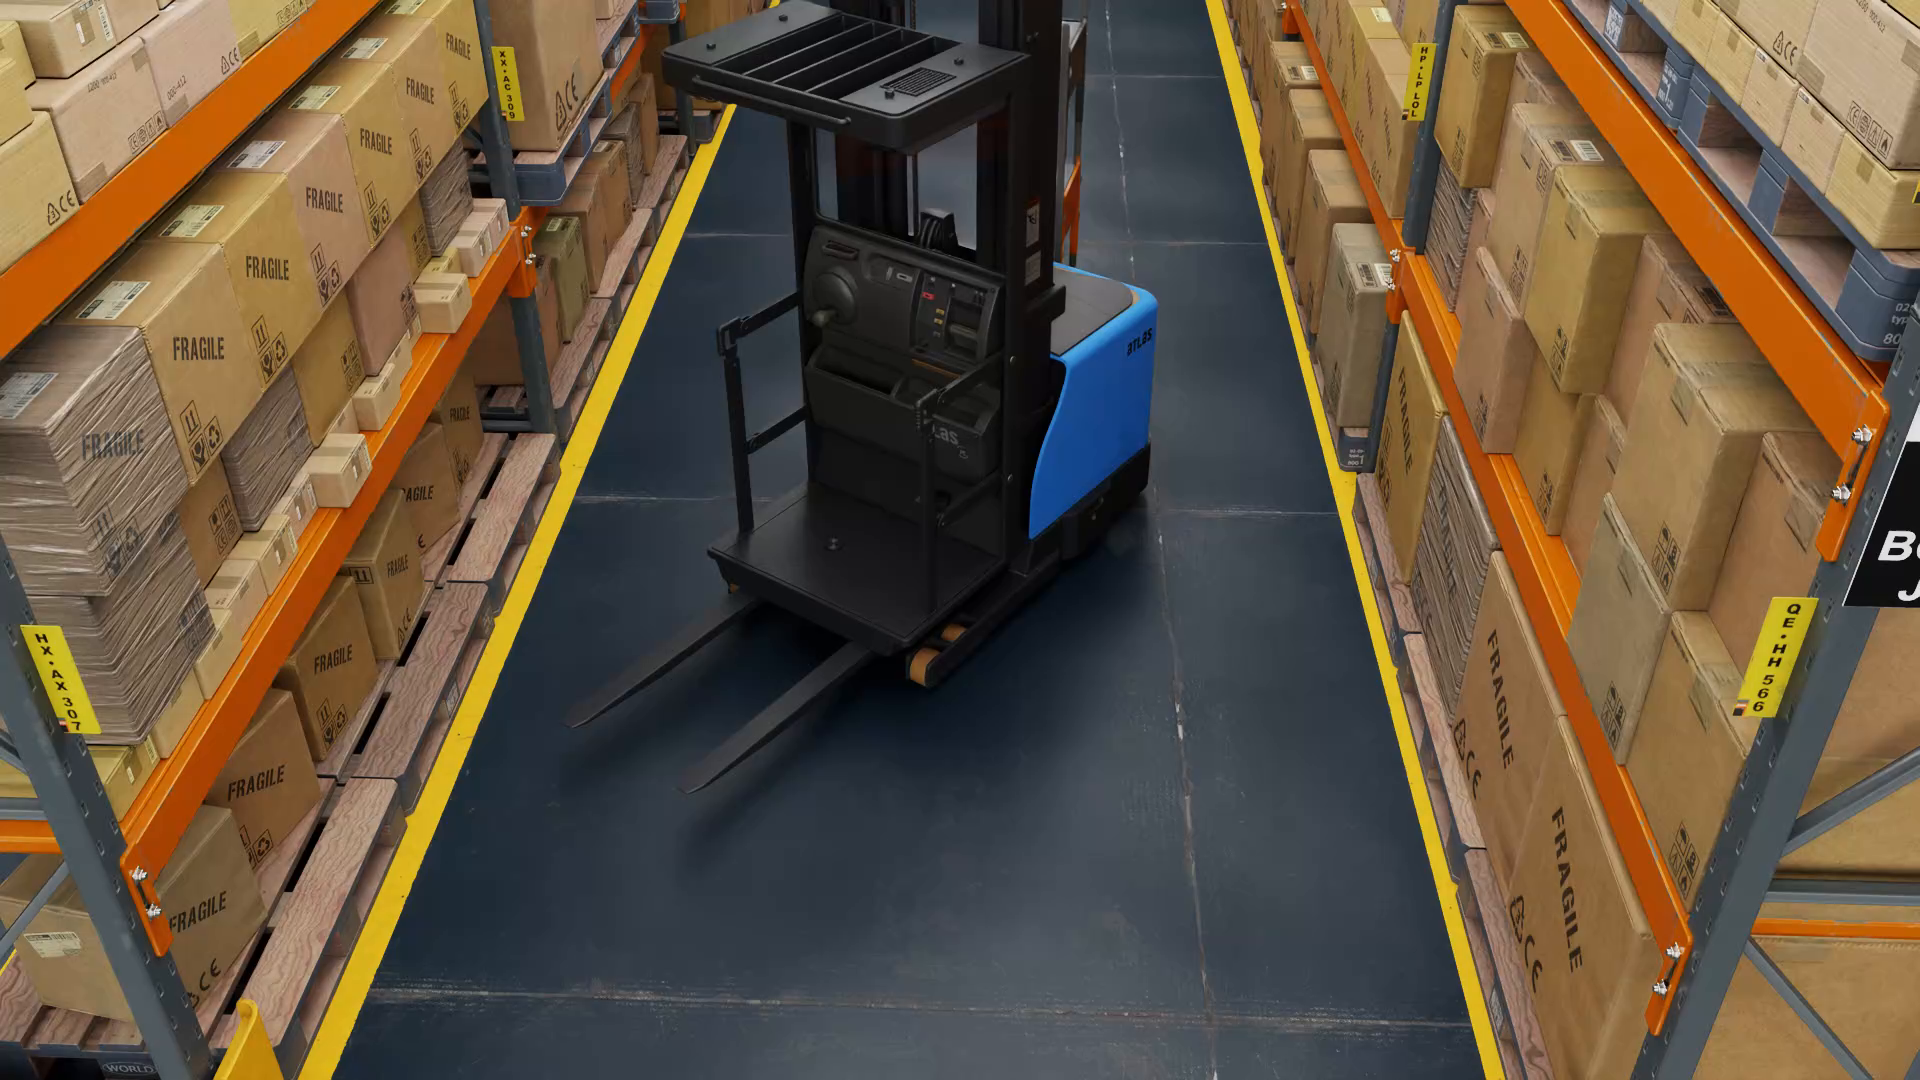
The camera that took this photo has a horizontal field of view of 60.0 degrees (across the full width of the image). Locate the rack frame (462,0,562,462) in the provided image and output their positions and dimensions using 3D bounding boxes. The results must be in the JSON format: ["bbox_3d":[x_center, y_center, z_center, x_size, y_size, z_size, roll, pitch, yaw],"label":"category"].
[{"bbox_3d":[-2.501,-1.625,7.454,1.000,3.000,0.127,1,35,2],"label":"rack frame"}]

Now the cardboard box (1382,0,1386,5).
[{"bbox_3d":[2.526,-3.064,8.544,0.700,0.500,0.500,1,35,1],"label":"cardboard box"}]

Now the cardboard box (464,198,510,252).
[{"bbox_3d":[-2.215,-1.392,7.340,0.380,0.149,0.250,1,35,2],"label":"cardboard box"}]

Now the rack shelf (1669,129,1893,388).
[{"bbox_3d":[2.371,-1.316,4.861,0.919,0.124,3.809,1,35,2],"label":"rack shelf"}]

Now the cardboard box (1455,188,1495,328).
[{"bbox_3d":[2.449,-0.985,6.412,0.875,0.550,0.550,1,35,2],"label":"cardboard box"}]

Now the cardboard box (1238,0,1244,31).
[{"bbox_3d":[2.451,-4.174,12.889,0.500,0.500,0.500,2,35,3],"label":"cardboard box"}]

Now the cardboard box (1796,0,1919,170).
[{"bbox_3d":[2.031,-0.942,3.293,0.500,0.250,0.500,2,35,3],"label":"cardboard box"}]

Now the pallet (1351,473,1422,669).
[{"bbox_3d":[2.343,0.124,7.391,1.003,0.211,1.213,1,35,2],"label":"pallet"}]

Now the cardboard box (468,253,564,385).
[{"bbox_3d":[-2.454,-1.135,8.547,0.700,0.500,0.500,-1,35,-2],"label":"cardboard box"}]

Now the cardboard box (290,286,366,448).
[{"bbox_3d":[-2.609,-0.711,5.936,0.875,0.649,0.860,1,35,2],"label":"cardboard box"}]

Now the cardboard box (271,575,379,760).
[{"bbox_3d":[-2.586,0.462,6.292,0.500,0.500,0.500,4,35,6],"label":"cardboard box"}]

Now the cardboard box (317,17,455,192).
[{"bbox_3d":[-2.262,-1.645,6.266,0.500,0.500,0.500,1,35,2],"label":"cardboard box"}]

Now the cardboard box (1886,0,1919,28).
[{"bbox_3d":[1.965,-1.019,3.055,0.380,0.149,0.250,2,35,2],"label":"cardboard box"}]

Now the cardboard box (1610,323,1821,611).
[{"bbox_3d":[2.274,-0.188,4.339,0.875,0.550,0.550,1,35,2],"label":"cardboard box"}]

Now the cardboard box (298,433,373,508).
[{"bbox_3d":[-2.254,-0.242,5.704,0.380,0.149,0.250,1,35,2],"label":"cardboard box"}]

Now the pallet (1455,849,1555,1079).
[{"bbox_3d":[2.245,1.525,5.396,1.003,0.211,1.213,1,35,2],"label":"pallet"}]

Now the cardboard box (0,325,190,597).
[{"bbox_3d":[-2.367,-0.208,4.222,0.500,0.500,0.500,1,35,2],"label":"cardboard box"}]

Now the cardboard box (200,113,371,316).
[{"bbox_3d":[-2.307,-1.070,5.449,0.500,0.500,0.500,1,35,2],"label":"cardboard box"}]

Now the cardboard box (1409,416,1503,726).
[{"bbox_3d":[2.324,0.123,6.449,0.875,0.875,0.875,2,35,2],"label":"cardboard box"}]

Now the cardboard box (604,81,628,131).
[{"bbox_3d":[-2.348,-2.697,10.117,0.500,0.250,0.500,5,35,7],"label":"cardboard box"}]

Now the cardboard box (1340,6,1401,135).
[{"bbox_3d":[2.246,-2.380,8.441,0.500,0.500,0.500,2,35,2],"label":"cardboard box"}]

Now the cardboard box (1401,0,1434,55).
[{"bbox_3d":[2.484,-2.483,7.718,0.700,0.500,0.500,1,35,1],"label":"cardboard box"}]

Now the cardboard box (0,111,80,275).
[{"bbox_3d":[-2.384,-0.764,3.750,0.500,0.250,0.500,2,35,3],"label":"cardboard box"}]

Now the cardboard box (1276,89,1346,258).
[{"bbox_3d":[2.466,-2.152,9.794,1.050,0.750,0.750,2,35,3],"label":"cardboard box"}]

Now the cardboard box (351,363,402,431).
[{"bbox_3d":[-2.290,-0.530,6.115,0.380,0.149,0.250,1,35,2],"label":"cardboard box"}]

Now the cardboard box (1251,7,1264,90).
[{"bbox_3d":[2.402,-3.582,12.047,0.500,0.500,0.500,3,35,4],"label":"cardboard box"}]

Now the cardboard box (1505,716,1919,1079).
[{"bbox_3d":[2.252,1.152,4.985,0.875,0.875,0.875,2,35,2],"label":"cardboard box"}]

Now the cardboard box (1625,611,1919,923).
[{"bbox_3d":[2.260,0.570,4.200,0.875,0.550,0.550,1,35,2],"label":"cardboard box"}]

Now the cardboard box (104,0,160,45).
[{"bbox_3d":[-2.329,-1.398,4.305,0.380,0.149,0.250,1,35,2],"label":"cardboard box"}]

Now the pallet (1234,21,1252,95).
[{"bbox_3d":[2.697,-3.758,12.913,1.003,0.211,1.213,1,35,2],"label":"pallet"}]

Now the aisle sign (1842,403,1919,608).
[{"bbox_3d":[1.988,-0.184,3.142,0.394,0.787,0.004,1,35,2],"label":"aisle sign"}]

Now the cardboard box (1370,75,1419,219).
[{"bbox_3d":[2.205,-1.799,7.615,0.500,0.500,0.500,1,35,2],"label":"cardboard box"}]

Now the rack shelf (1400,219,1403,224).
[{"bbox_3d":[2.532,-2.387,8.994,0.919,0.124,3.809,1,35,2],"label":"rack shelf"}]

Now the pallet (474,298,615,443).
[{"bbox_3d":[-2.471,-0.932,8.892,1.003,0.211,1.213,1,35,2],"label":"pallet"}]

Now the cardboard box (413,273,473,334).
[{"bbox_3d":[-2.204,-0.960,6.726,0.380,0.149,0.250,1,35,2],"label":"cardboard box"}]

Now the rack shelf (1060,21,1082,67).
[{"bbox_3d":[0.343,-2.248,7.691,0.368,0.174,0.457,7,36,10],"label":"rack shelf"}]

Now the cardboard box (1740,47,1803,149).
[{"bbox_3d":[1.986,-0.983,3.697,0.380,0.149,0.250,2,35,3],"label":"cardboard box"}]

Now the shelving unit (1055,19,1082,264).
[{"bbox_3d":[5.974,-2.479,6.716,11.709,5.089,1.686,7,36,10],"label":"shelving unit"}]

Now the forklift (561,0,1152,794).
[{"bbox_3d":[-0.372,-0.910,6.496,1.121,2.935,3.031,23,41,29],"label":"forklift"}]

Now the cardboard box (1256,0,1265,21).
[{"bbox_3d":[2.387,-3.896,11.841,0.500,0.250,0.500,2,35,3],"label":"cardboard box"}]

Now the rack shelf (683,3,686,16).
[{"bbox_3d":[-2.260,-4.778,12.565,1.077,0.370,4.000,1,35,2],"label":"rack shelf"}]

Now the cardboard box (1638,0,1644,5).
[{"bbox_3d":[2.027,-1.567,4.528,0.380,0.149,0.250,2,35,2],"label":"cardboard box"}]

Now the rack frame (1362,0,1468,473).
[{"bbox_3d":[2.451,-1.452,7.208,1.000,3.000,0.127,1,35,2],"label":"rack frame"}]

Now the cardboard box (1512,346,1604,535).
[{"bbox_3d":[2.389,-0.371,5.538,0.875,0.550,0.500,1,35,2],"label":"cardboard box"}]

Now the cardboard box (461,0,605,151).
[{"bbox_3d":[-2.329,-2.496,7.805,1.000,1.000,1.000,2,35,2],"label":"cardboard box"}]

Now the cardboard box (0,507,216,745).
[{"bbox_3d":[-2.612,0.195,4.518,0.875,0.500,0.500,1,35,2],"label":"cardboard box"}]

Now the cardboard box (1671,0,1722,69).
[{"bbox_3d":[2.006,-1.275,4.113,0.380,0.149,0.250,1,35,1],"label":"cardboard box"}]

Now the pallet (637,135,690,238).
[{"bbox_3d":[-2.373,-2.333,10.887,1.003,0.211,1.213,1,35,2],"label":"pallet"}]

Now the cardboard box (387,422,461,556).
[{"bbox_3d":[-2.710,-0.194,5.714,1.144,2.239,2.984,12,37,17],"label":"cardboard box"}]

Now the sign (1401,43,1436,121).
[{"bbox_3d":[1.909,-1.901,6.908,0.100,0.325,0.005,1,35,2],"label":"sign"}]

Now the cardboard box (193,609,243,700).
[{"bbox_3d":[-2.357,0.331,4.889,0.380,0.149,0.250,1,35,2],"label":"cardboard box"}]

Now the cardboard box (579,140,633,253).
[{"bbox_3d":[-2.372,-2.050,9.850,0.700,0.500,0.500,4,35,6],"label":"cardboard box"}]

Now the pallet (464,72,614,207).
[{"bbox_3d":[-2.325,-1.982,8.129,1.003,0.211,1.213,1,35,2],"label":"pallet"}]

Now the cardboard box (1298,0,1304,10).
[{"bbox_3d":[2.324,-3.540,10.091,0.500,0.500,0.500,2,35,2],"label":"cardboard box"}]
